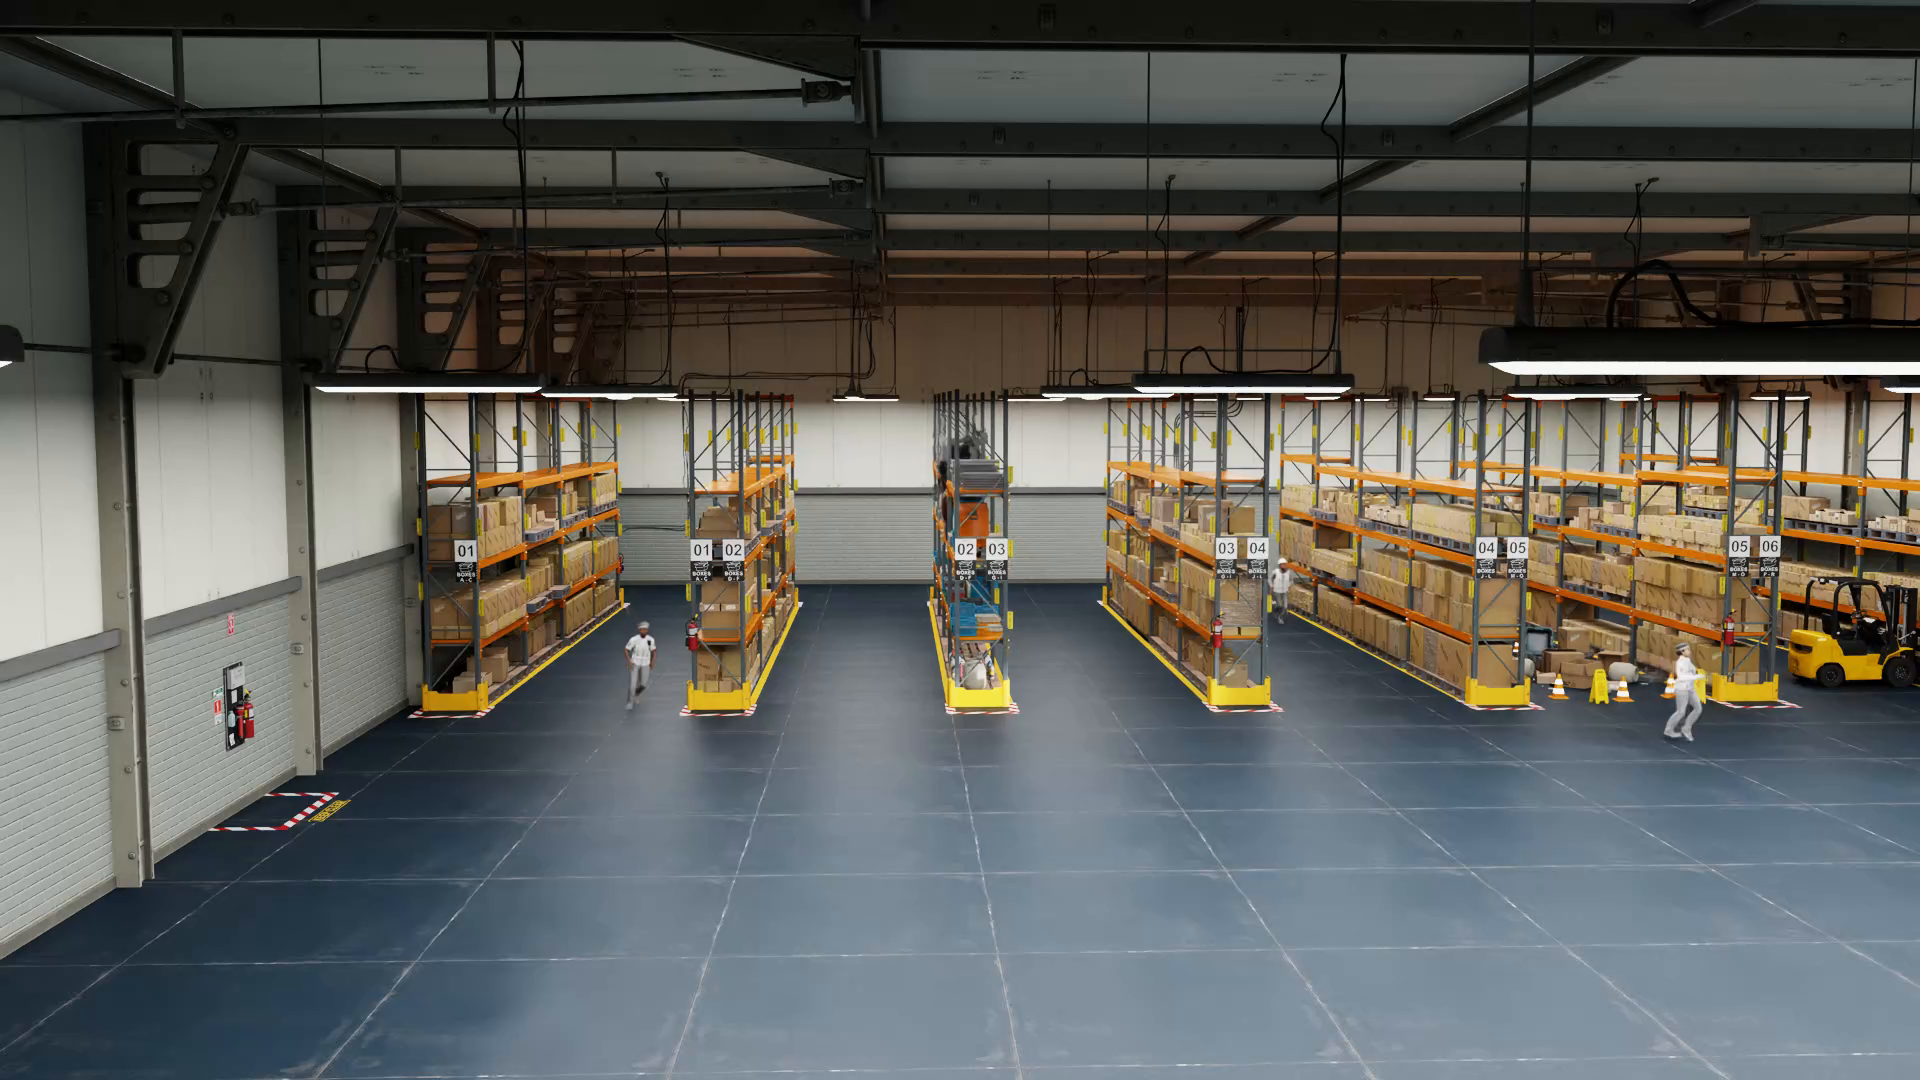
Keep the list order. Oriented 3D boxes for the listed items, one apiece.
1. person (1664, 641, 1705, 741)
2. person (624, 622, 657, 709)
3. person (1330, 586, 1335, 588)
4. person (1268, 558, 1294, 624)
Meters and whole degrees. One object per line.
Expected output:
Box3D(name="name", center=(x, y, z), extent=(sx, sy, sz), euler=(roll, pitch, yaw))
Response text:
Box3D(name="person", center=(12.353, 2.580, 28.282), extent=(0.659, 1.728, 0.592), euler=(4, 6, 42))
Box3D(name="person", center=(-6.007, 2.360, 31.358), extent=(0.632, 1.640, 0.501), euler=(-2, 5, -20))
Box3D(name="person", center=(11.155, 0.856, 49.066), extent=(0.767, 1.769, 0.660), euler=(0, 5, -3))
Box3D(name="person", center=(8.366, 1.338, 43.239), extent=(0.646, 1.723, 0.609), euler=(0, 5, -4))
